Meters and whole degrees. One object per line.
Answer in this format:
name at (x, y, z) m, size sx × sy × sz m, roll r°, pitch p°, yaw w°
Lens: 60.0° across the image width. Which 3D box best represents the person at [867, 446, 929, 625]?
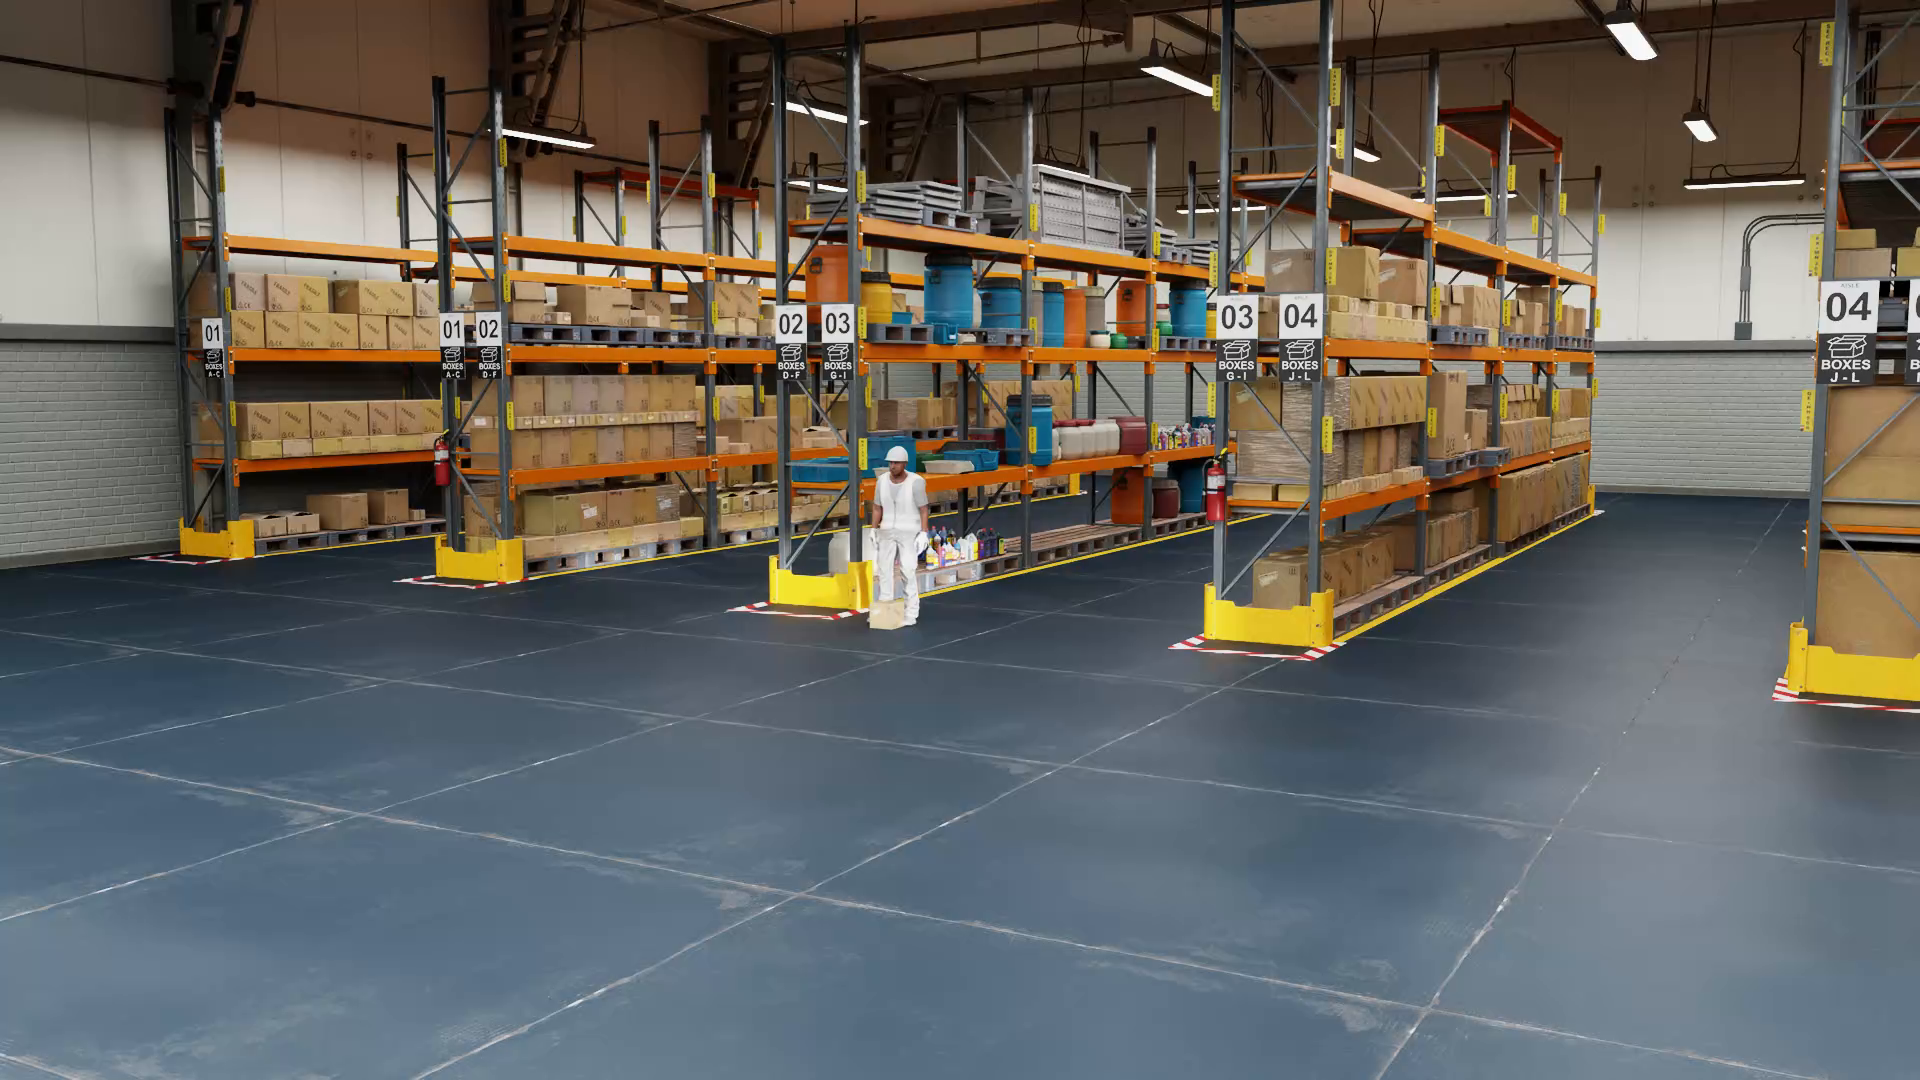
person at (-0.609, -0.045, 16.472) m, size 0.625 × 1.773 × 0.452 m, roll 3°, pitch 6°, yaw 25°
